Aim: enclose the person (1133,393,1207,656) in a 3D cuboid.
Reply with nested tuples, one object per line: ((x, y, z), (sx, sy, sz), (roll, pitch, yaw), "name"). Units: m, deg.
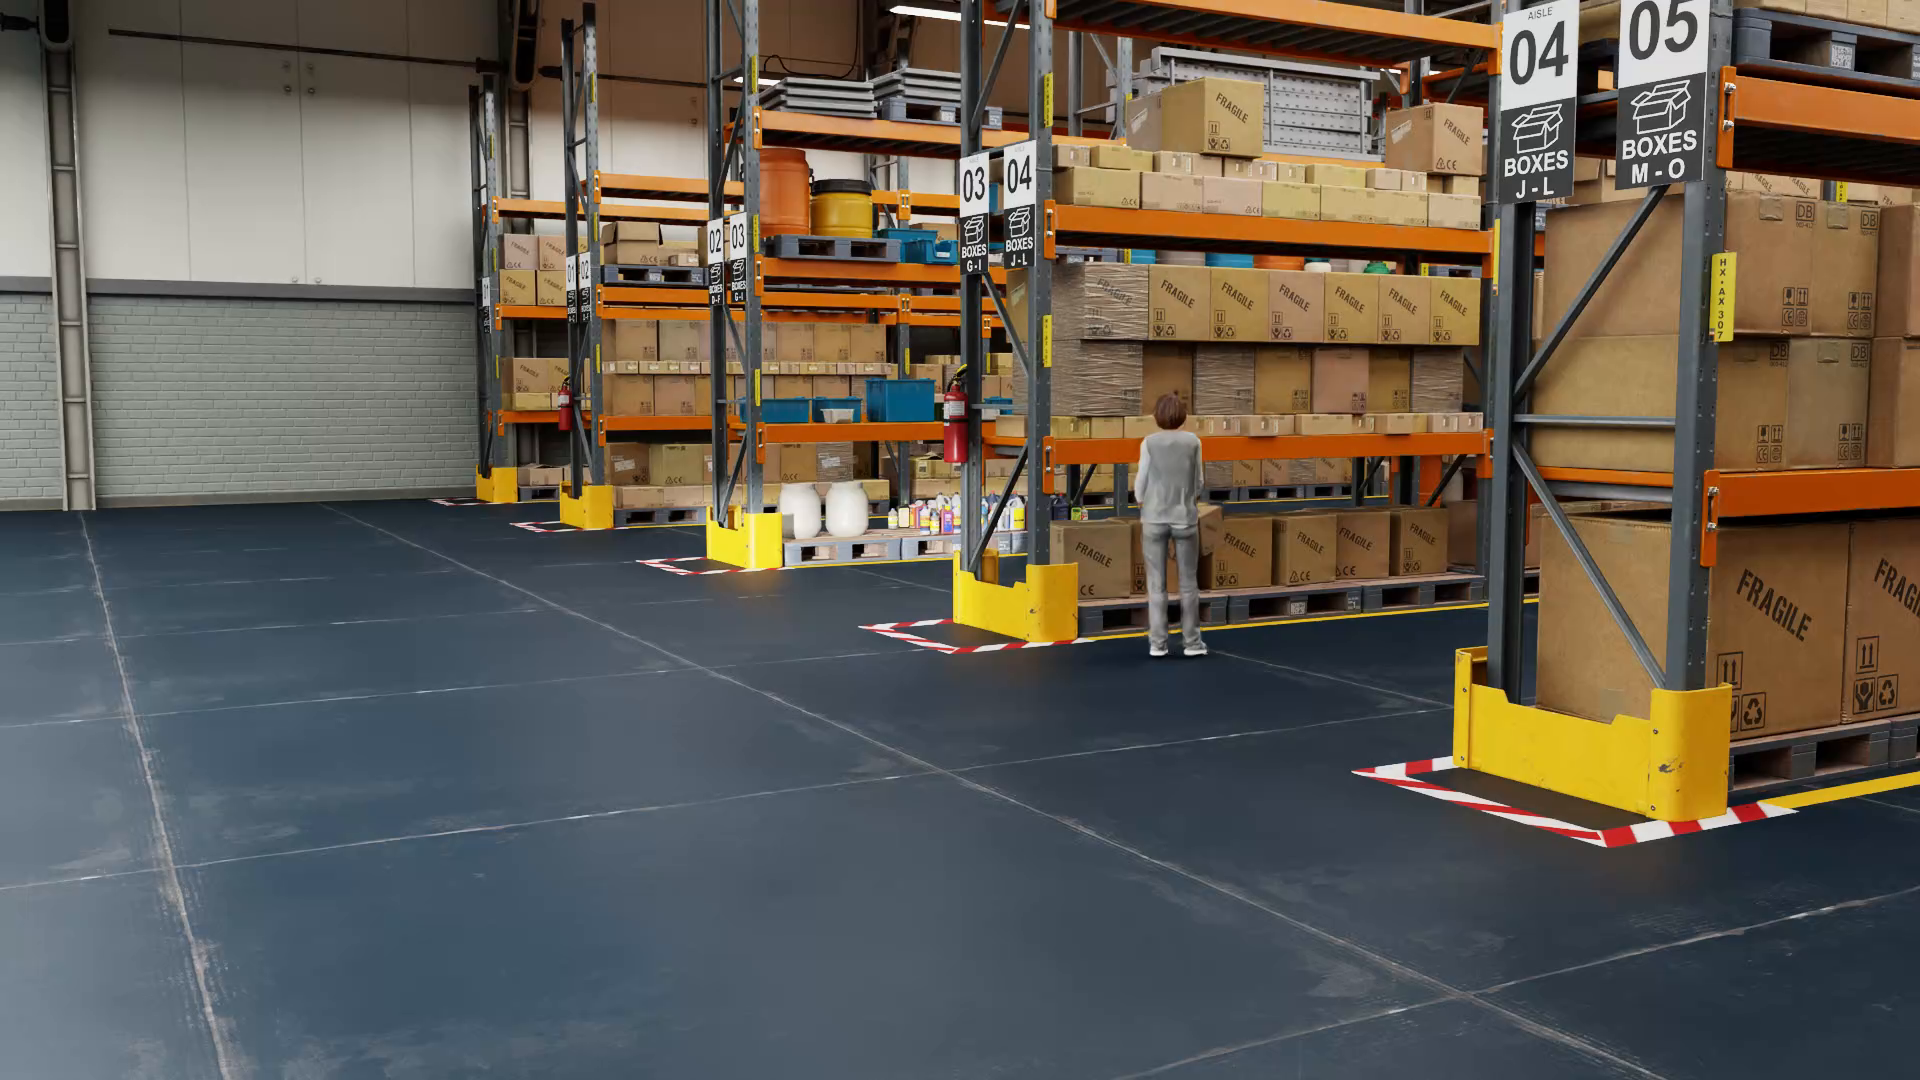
((1.289, -0.089, 10.089), (0.482, 1.605, 0.422), (0, 5, -2), "person")
